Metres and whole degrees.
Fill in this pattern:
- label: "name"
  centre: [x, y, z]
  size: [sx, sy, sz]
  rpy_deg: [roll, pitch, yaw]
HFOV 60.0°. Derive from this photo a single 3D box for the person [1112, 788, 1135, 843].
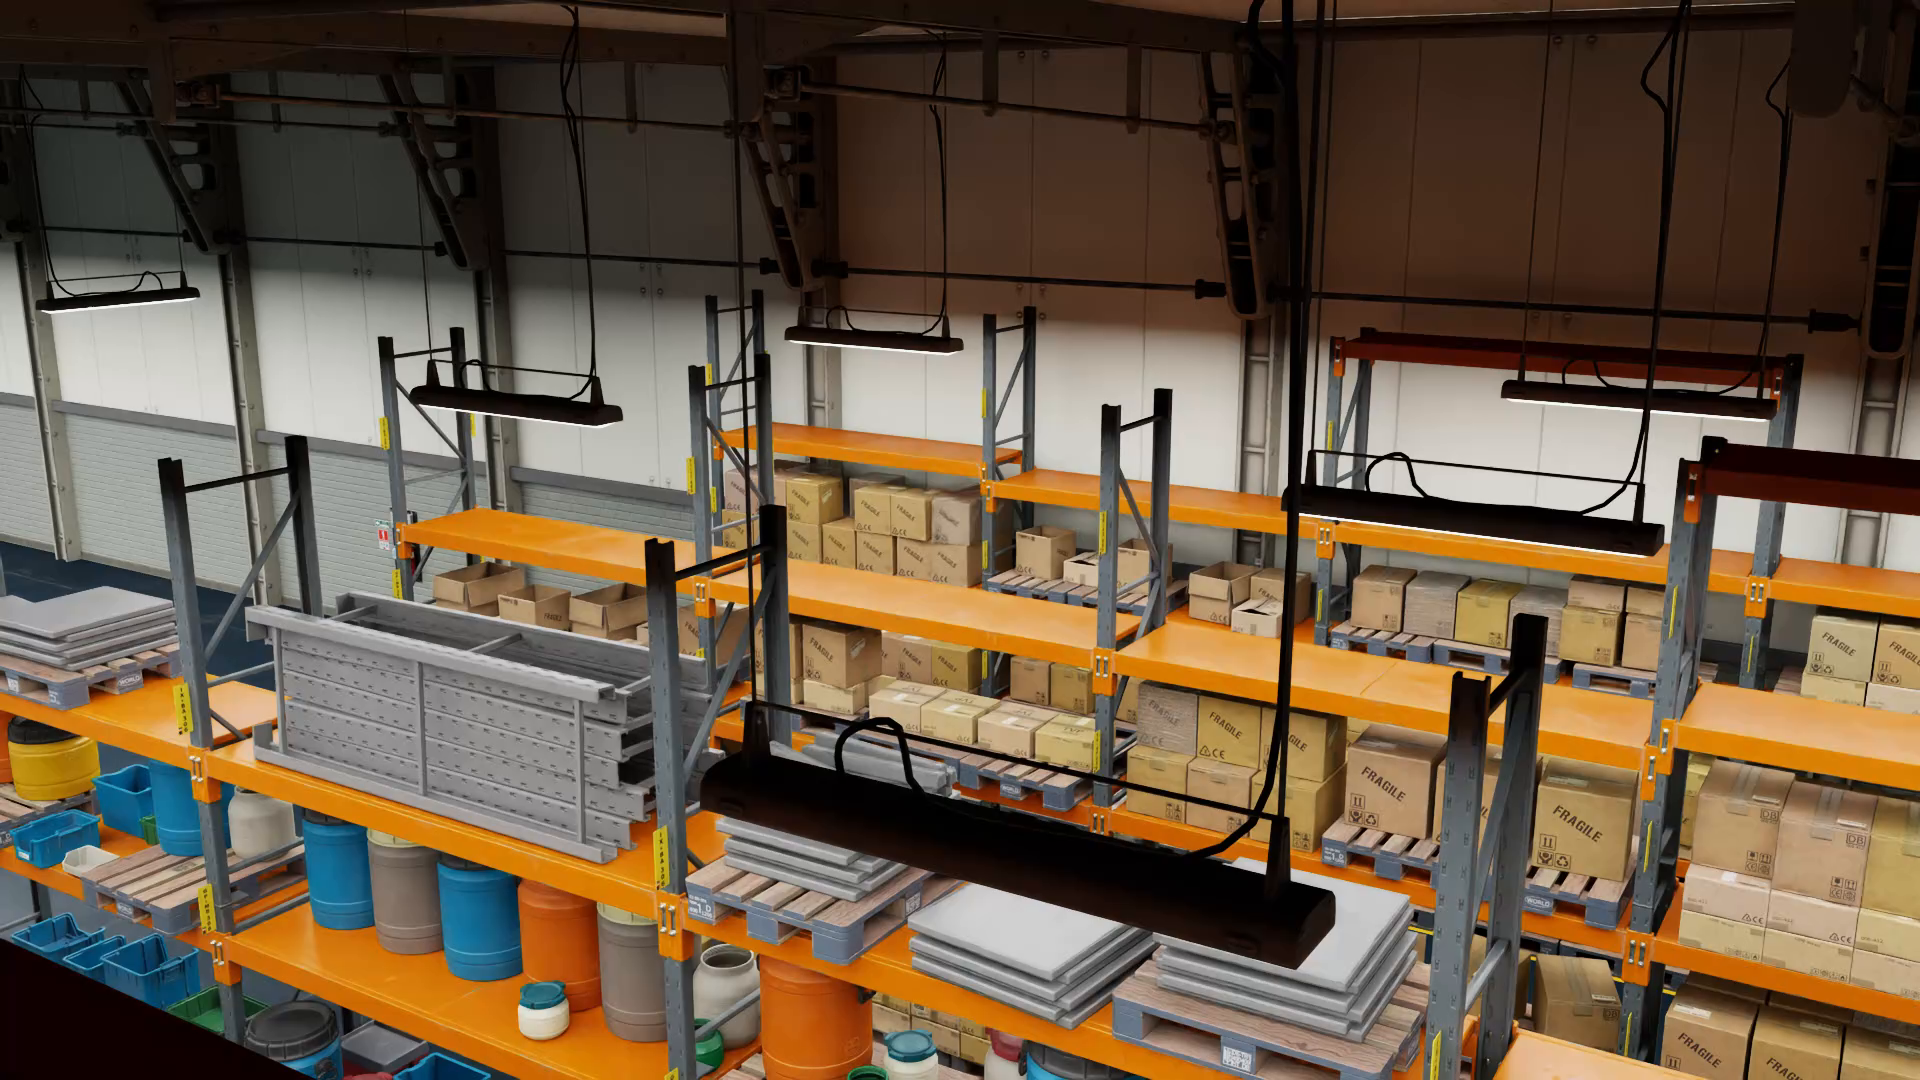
- label: "person"
  centre: [1.661, 3.009, 17.571]
  size: [1.046, 1.617, 0.502]
  rpy_deg: [7, 15, 26]
